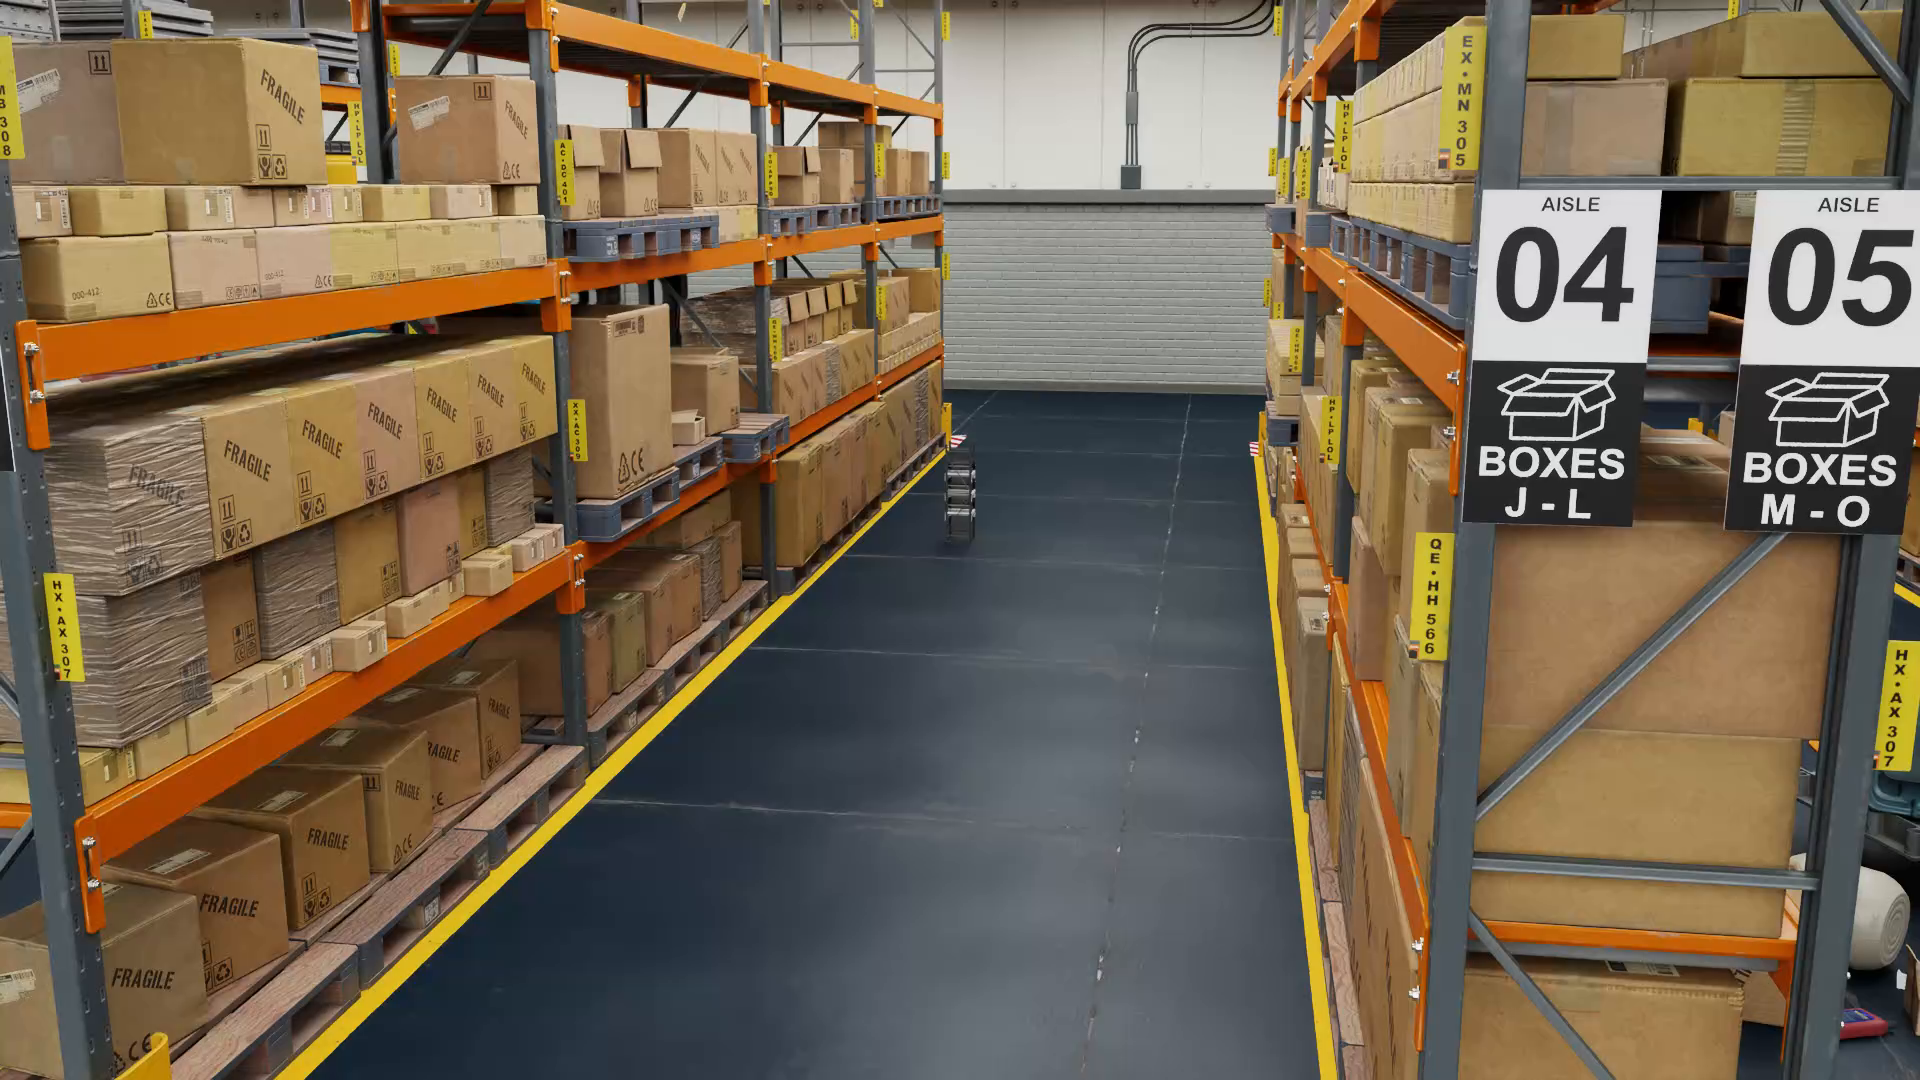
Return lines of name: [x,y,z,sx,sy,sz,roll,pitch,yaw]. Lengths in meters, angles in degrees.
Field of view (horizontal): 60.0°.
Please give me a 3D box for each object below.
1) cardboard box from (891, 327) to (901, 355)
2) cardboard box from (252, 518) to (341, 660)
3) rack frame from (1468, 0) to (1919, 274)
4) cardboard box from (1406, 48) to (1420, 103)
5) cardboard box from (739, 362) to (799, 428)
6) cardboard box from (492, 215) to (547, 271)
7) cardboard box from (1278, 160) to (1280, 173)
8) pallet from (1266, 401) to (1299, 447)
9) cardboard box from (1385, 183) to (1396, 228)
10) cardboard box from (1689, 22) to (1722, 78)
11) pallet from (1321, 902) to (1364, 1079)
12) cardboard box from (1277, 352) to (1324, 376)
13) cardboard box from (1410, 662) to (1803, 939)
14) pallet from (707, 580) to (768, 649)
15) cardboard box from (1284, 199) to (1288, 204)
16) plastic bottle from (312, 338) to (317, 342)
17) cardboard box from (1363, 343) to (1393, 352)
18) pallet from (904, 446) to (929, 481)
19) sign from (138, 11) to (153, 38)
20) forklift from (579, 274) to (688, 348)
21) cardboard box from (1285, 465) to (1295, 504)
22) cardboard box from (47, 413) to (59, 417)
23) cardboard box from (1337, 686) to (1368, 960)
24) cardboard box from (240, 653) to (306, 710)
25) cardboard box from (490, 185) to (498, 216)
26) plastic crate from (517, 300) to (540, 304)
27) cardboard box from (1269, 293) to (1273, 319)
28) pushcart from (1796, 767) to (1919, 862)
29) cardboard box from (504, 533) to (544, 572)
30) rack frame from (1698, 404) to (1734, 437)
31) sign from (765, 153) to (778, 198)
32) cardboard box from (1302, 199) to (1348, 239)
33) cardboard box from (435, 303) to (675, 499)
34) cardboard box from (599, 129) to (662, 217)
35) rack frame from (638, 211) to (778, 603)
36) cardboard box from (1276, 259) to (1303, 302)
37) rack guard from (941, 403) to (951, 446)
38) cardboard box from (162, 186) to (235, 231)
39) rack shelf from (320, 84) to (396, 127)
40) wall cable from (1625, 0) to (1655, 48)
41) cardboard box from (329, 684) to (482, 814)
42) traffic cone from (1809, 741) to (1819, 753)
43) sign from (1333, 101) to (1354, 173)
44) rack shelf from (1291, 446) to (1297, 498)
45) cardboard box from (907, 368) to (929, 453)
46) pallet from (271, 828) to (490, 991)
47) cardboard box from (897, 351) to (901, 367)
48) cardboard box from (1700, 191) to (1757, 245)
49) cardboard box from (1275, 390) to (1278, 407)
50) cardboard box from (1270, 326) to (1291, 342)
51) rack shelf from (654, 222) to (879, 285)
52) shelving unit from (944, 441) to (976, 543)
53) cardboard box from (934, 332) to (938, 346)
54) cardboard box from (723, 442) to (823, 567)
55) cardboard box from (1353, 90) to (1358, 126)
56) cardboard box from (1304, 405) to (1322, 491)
cardboard box: [-0.911,-2.100,17.524,0.500,0.250,0.500,2,12,8]
cardboard box: [-2.979,0.144,6.517,0.875,0.500,0.500,2,12,9]
rack frame: [1.717,-2.088,3.579,1.000,3.000,0.127,2,12,9]
cardboard box: [1.590,-1.435,5.139,0.380,0.149,0.250,2,12,9]
cardboard box: [-1.595,-1.144,13.200,0.500,0.500,0.500,2,12,10]
cardboard box: [-2.366,-1.460,8.138,0.500,0.250,0.500,2,12,11]
cardboard box: [3.694,-4.101,18.263,0.380,0.149,0.250,2,12,9]
pallet: [2.951,-0.879,12.663,1.213,0.211,1.003,2,12,9]
cardboard box: [1.668,-1.151,5.712,0.380,0.149,0.250,2,12,9]
cardboard box: [2.122,-1.254,4.299,0.380,0.149,0.250,2,12,9]
pallet: [1.952,1.786,6.464,1.003,0.211,1.213,2,12,9]
cardboard box: [2.569,-1.311,12.400,0.380,0.149,0.250,1,12,6]
cardboard box: [1.729,0.693,4.560,0.875,0.550,0.550,2,12,9]
pallet: [-2.060,0.523,12.321,1.003,0.211,1.213,2,12,9]
cardboard box: [3.371,-3.157,16.017,0.500,0.250,0.500,2,12,10]
plastic bottle: [-6.598,-1.900,17.065,0.144,0.351,0.185,2,12,9]
cardboard box: [2.558,-0.842,9.425,0.700,0.500,0.500,2,12,9]
pallet: [-0.944,-0.882,18.844,1.003,0.211,1.213,2,12,9]
sign: [-6.288,-3.922,12.852,0.100,0.325,0.005,2,12,9]
forklift: [-3.306,-1.745,16.389,1.130,2.935,3.031,2,12,11]
cardboard box: [2.860,-0.427,13.268,0.500,0.250,0.500,2,12,9]
cardboard box: [-3.328,-0.143,5.476,0.500,0.500,0.500,2,12,9]
cardboard box: [2.031,1.162,6.786,0.875,0.875,0.875,2,12,9]
cardboard box: [-2.715,0.527,6.283,0.380,0.149,0.250,2,12,9]
cardboard box: [-2.449,-1.628,7.974,0.380,0.149,0.250,2,12,9]
plastic crate: [-5.469,-2.799,20.892,0.616,0.435,0.499,2,12,9]
cardboard box: [3.835,-2.596,19.232,0.500,0.500,0.500,2,12,11]
pushcart: [4.978,1.370,7.999,1.648,0.377,0.936,-2,12,-11]
cardboard box: [-2.344,0.059,8.453,0.380,0.149,0.250,2,12,9]
rack frame: [9.084,-2.347,19.019,1.000,3.000,0.127,2,12,9]
sign: [-1.403,-2.704,12.328,0.100,0.325,0.005,2,12,9]
cardboard box: [2.784,-2.463,12.202,0.500,0.500,0.500,2,12,9]
cardboard box: [-2.293,-0.829,9.557,1.000,1.000,1.000,2,12,9]
cardboard box: [-2.239,-2.183,9.896,0.797,0.503,0.637,2,12,11]
rack frame: [-1.938,-1.003,12.782,1.000,3.000,0.127,2,12,9]
cardboard box: [3.441,-2.551,16.650,0.500,0.500,0.500,1,12,7]
rack guard: [-0.704,-1.451,20.796,1.175,0.500,0.348,2,12,9]
cardboard box: [-2.733,-1.137,5.694,0.380,0.149,0.250,2,12,11]
rack shelf: [-6.525,-3.965,14.944,1.077,0.370,4.000,2,12,9]
wall cable: [9.680,-6.473,23.924,0.463,3.000,0.029,2,12,9]
cardboard box: [-2.735,1.048,8.202,0.500,0.500,0.500,6,14,27]
traffic cone: [5.102,0.995,9.534,0.336,0.463,0.334,2,12,9]
sign: [1.794,-1.877,7.743,0.100,0.325,0.005,2,12,9]
rack shelf: [3.255,-0.885,13.946,1.077,0.370,4.000,2,12,9]
cardboard box: [-0.867,-1.509,19.180,0.875,0.875,0.875,2,12,9]
pallet: [-2.807,1.589,7.376,1.003,0.211,1.213,2,12,9]
cardboard box: [-0.830,-1.928,17.670,0.380,0.149,0.250,2,12,7]
cardboard box: [2.086,-0.814,4.150,0.380,0.149,0.250,2,12,9]
cardboard box: [2.609,-1.072,12.706,0.380,0.149,0.250,2,12,8]
cardboard box: [2.927,-1.796,14.652,0.380,0.149,0.250,2,12,8]
rack shelf: [-1.631,-2.534,14.473,1.077,0.370,4.000,2,12,9]
shelving unit: [0.001,-0.442,15.163,0.258,0.900,0.210,2,12,9]
cardboard box: [-0.476,-2.406,19.891,0.380,0.149,0.250,2,12,9]
cardboard box: [-1.812,-0.312,13.625,1.225,0.875,0.875,1,12,6]
cardboard box: [1.940,-1.911,7.346,0.380,0.149,0.250,2,12,9]
cardboard box: [2.458,-0.574,10.556,0.500,0.500,0.500,2,12,9]
